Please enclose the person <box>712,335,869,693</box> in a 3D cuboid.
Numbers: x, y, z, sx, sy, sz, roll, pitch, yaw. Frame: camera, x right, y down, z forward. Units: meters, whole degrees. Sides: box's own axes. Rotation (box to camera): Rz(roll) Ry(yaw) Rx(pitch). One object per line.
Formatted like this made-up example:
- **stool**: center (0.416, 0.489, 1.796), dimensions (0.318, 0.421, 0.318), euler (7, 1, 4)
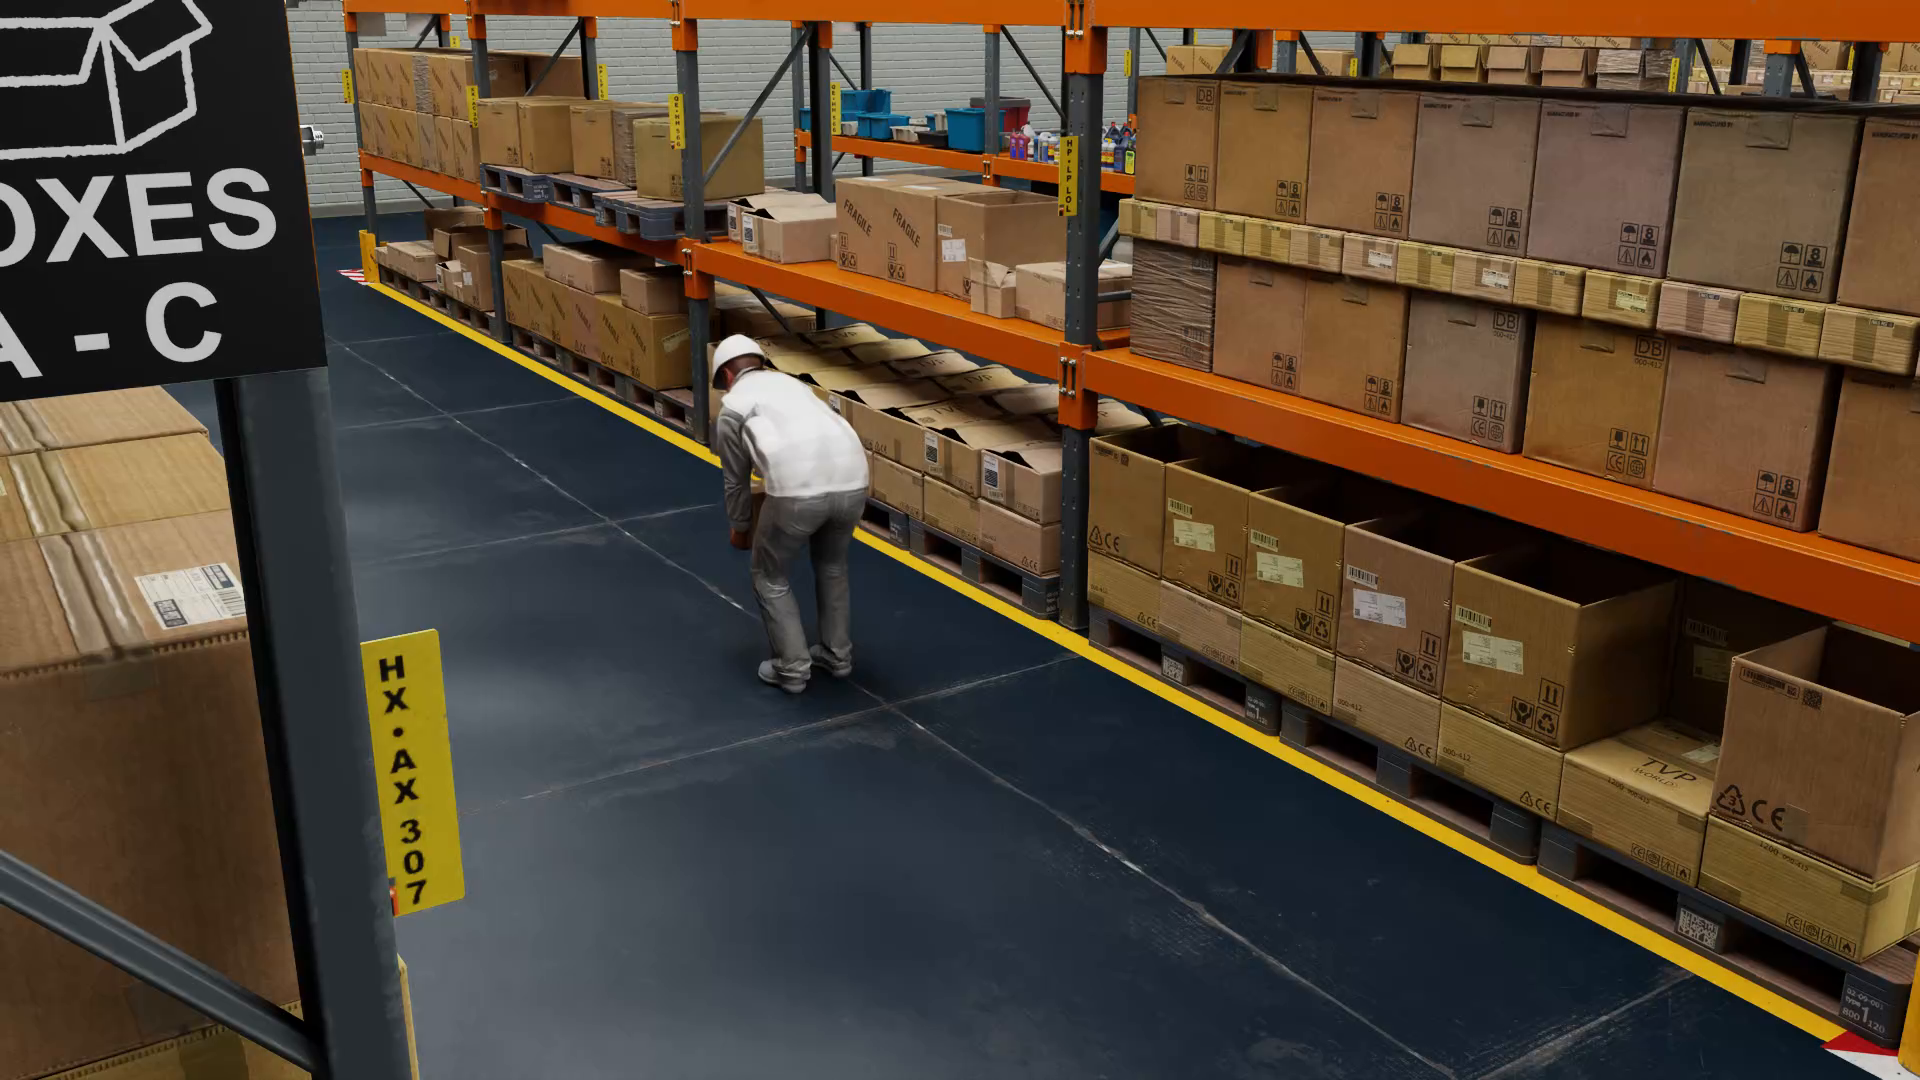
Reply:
- **person**: center (-0.753, -0.123, 7.030), dimensions (0.465, 1.384, 0.920), euler (-12, 22, -33)
